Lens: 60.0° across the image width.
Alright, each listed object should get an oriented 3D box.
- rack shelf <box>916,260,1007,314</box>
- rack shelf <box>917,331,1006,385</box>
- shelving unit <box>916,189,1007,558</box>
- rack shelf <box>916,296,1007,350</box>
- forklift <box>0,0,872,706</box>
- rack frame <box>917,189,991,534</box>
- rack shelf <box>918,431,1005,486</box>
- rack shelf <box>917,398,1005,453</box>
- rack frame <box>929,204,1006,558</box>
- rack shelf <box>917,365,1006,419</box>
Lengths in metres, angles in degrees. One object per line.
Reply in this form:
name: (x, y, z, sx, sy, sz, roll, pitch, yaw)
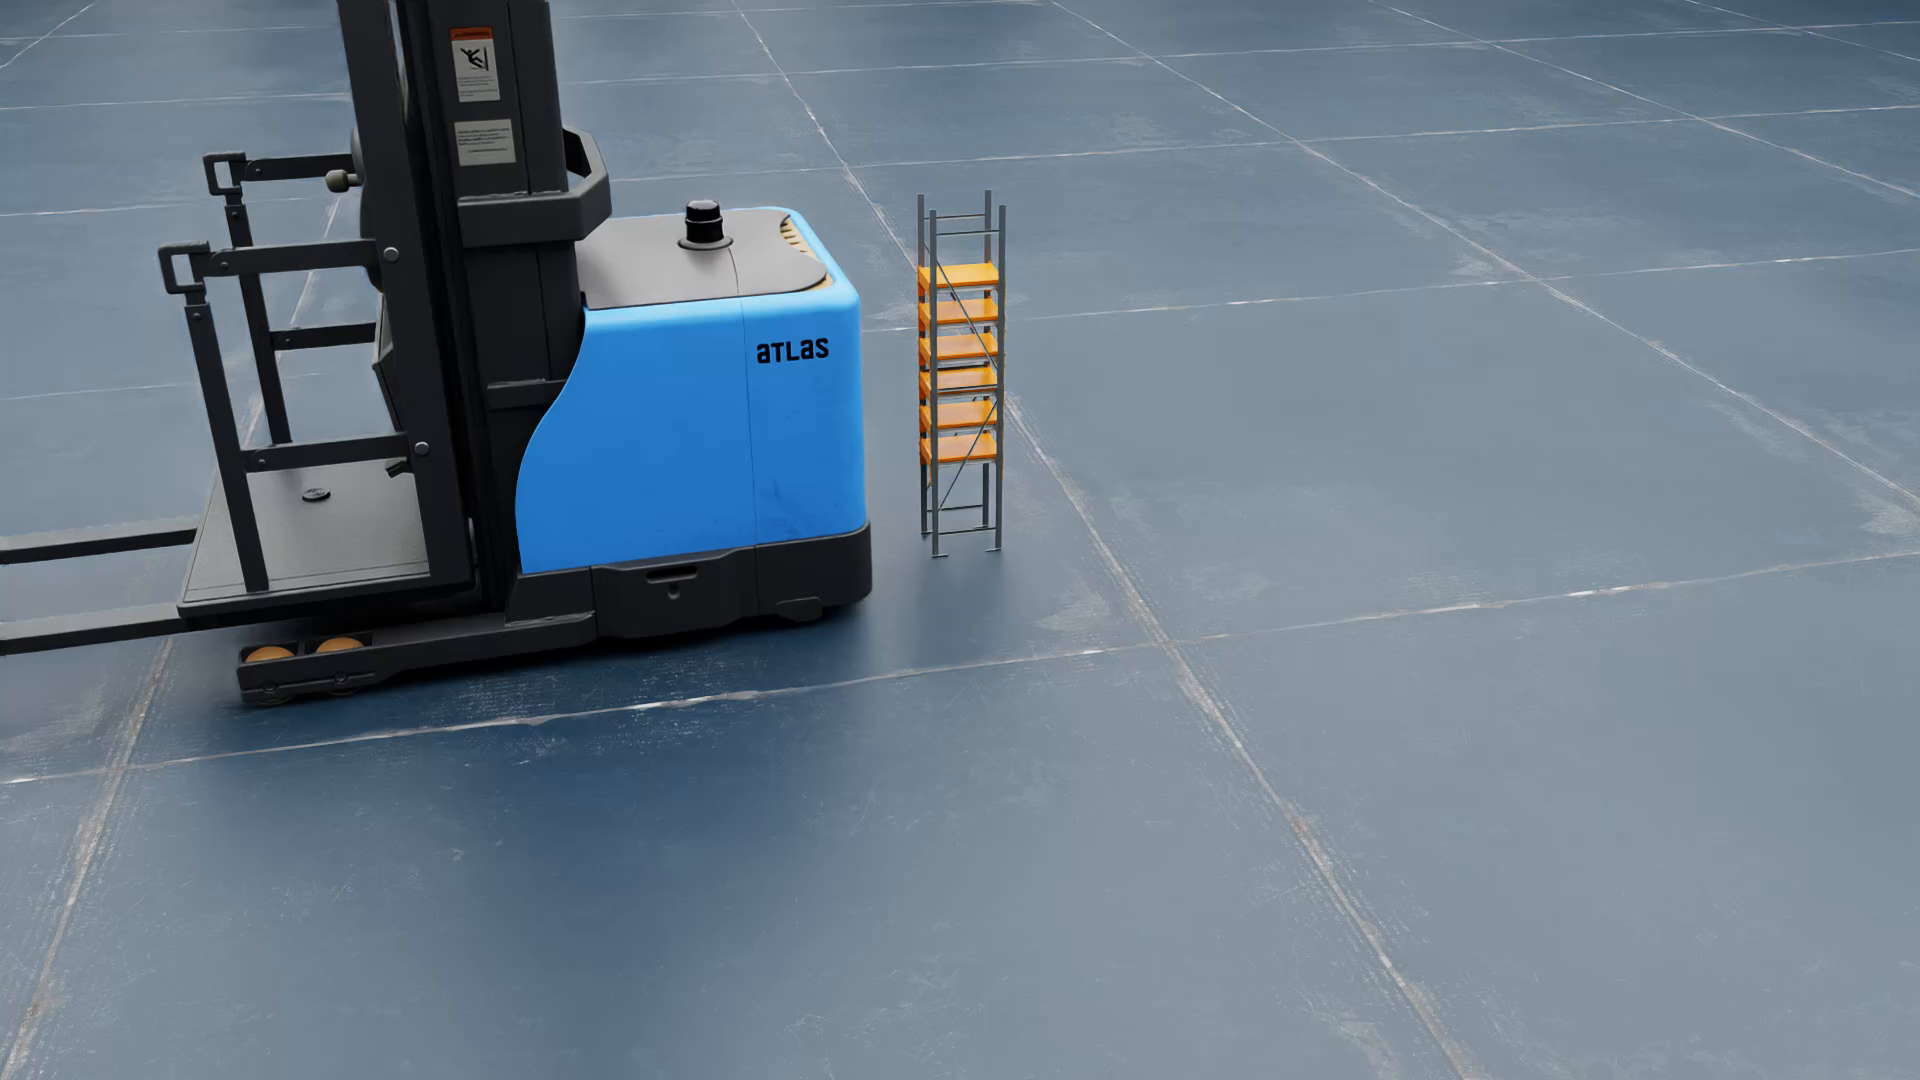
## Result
rack shelf: (0.003, -0.811, 5.325, 0.258, 0.103, 0.180, -6, 27, -12)
rack shelf: (0.003, -0.597, 5.433, 0.258, 0.103, 0.180, -6, 27, -12)
shelving unit: (0.003, -0.529, 5.467, 0.258, 1.200, 0.189, -6, 27, -12)
rack shelf: (0.003, -0.704, 5.379, 0.258, 0.103, 0.180, -6, 27, -12)
forklift: (-1.855, -1.096, 4.668, 3.031, 2.935, 1.130, -7, 28, -14)
rack frame: (-0.017, -0.569, 5.547, 0.240, 1.200, 0.006, -6, 27, -12)
rack shelf: (0.003, -0.275, 5.595, 0.258, 0.103, 0.180, -6, 27, -12)
rack shelf: (0.003, -0.382, 5.541, 0.258, 0.103, 0.180, -6, 27, -12)
rack frame: (0.024, -0.489, 5.387, 0.240, 1.200, 0.006, -6, 27, -12)
rack shelf: (0.003, -0.490, 5.487, 0.258, 0.103, 0.180, -6, 27, -12)
